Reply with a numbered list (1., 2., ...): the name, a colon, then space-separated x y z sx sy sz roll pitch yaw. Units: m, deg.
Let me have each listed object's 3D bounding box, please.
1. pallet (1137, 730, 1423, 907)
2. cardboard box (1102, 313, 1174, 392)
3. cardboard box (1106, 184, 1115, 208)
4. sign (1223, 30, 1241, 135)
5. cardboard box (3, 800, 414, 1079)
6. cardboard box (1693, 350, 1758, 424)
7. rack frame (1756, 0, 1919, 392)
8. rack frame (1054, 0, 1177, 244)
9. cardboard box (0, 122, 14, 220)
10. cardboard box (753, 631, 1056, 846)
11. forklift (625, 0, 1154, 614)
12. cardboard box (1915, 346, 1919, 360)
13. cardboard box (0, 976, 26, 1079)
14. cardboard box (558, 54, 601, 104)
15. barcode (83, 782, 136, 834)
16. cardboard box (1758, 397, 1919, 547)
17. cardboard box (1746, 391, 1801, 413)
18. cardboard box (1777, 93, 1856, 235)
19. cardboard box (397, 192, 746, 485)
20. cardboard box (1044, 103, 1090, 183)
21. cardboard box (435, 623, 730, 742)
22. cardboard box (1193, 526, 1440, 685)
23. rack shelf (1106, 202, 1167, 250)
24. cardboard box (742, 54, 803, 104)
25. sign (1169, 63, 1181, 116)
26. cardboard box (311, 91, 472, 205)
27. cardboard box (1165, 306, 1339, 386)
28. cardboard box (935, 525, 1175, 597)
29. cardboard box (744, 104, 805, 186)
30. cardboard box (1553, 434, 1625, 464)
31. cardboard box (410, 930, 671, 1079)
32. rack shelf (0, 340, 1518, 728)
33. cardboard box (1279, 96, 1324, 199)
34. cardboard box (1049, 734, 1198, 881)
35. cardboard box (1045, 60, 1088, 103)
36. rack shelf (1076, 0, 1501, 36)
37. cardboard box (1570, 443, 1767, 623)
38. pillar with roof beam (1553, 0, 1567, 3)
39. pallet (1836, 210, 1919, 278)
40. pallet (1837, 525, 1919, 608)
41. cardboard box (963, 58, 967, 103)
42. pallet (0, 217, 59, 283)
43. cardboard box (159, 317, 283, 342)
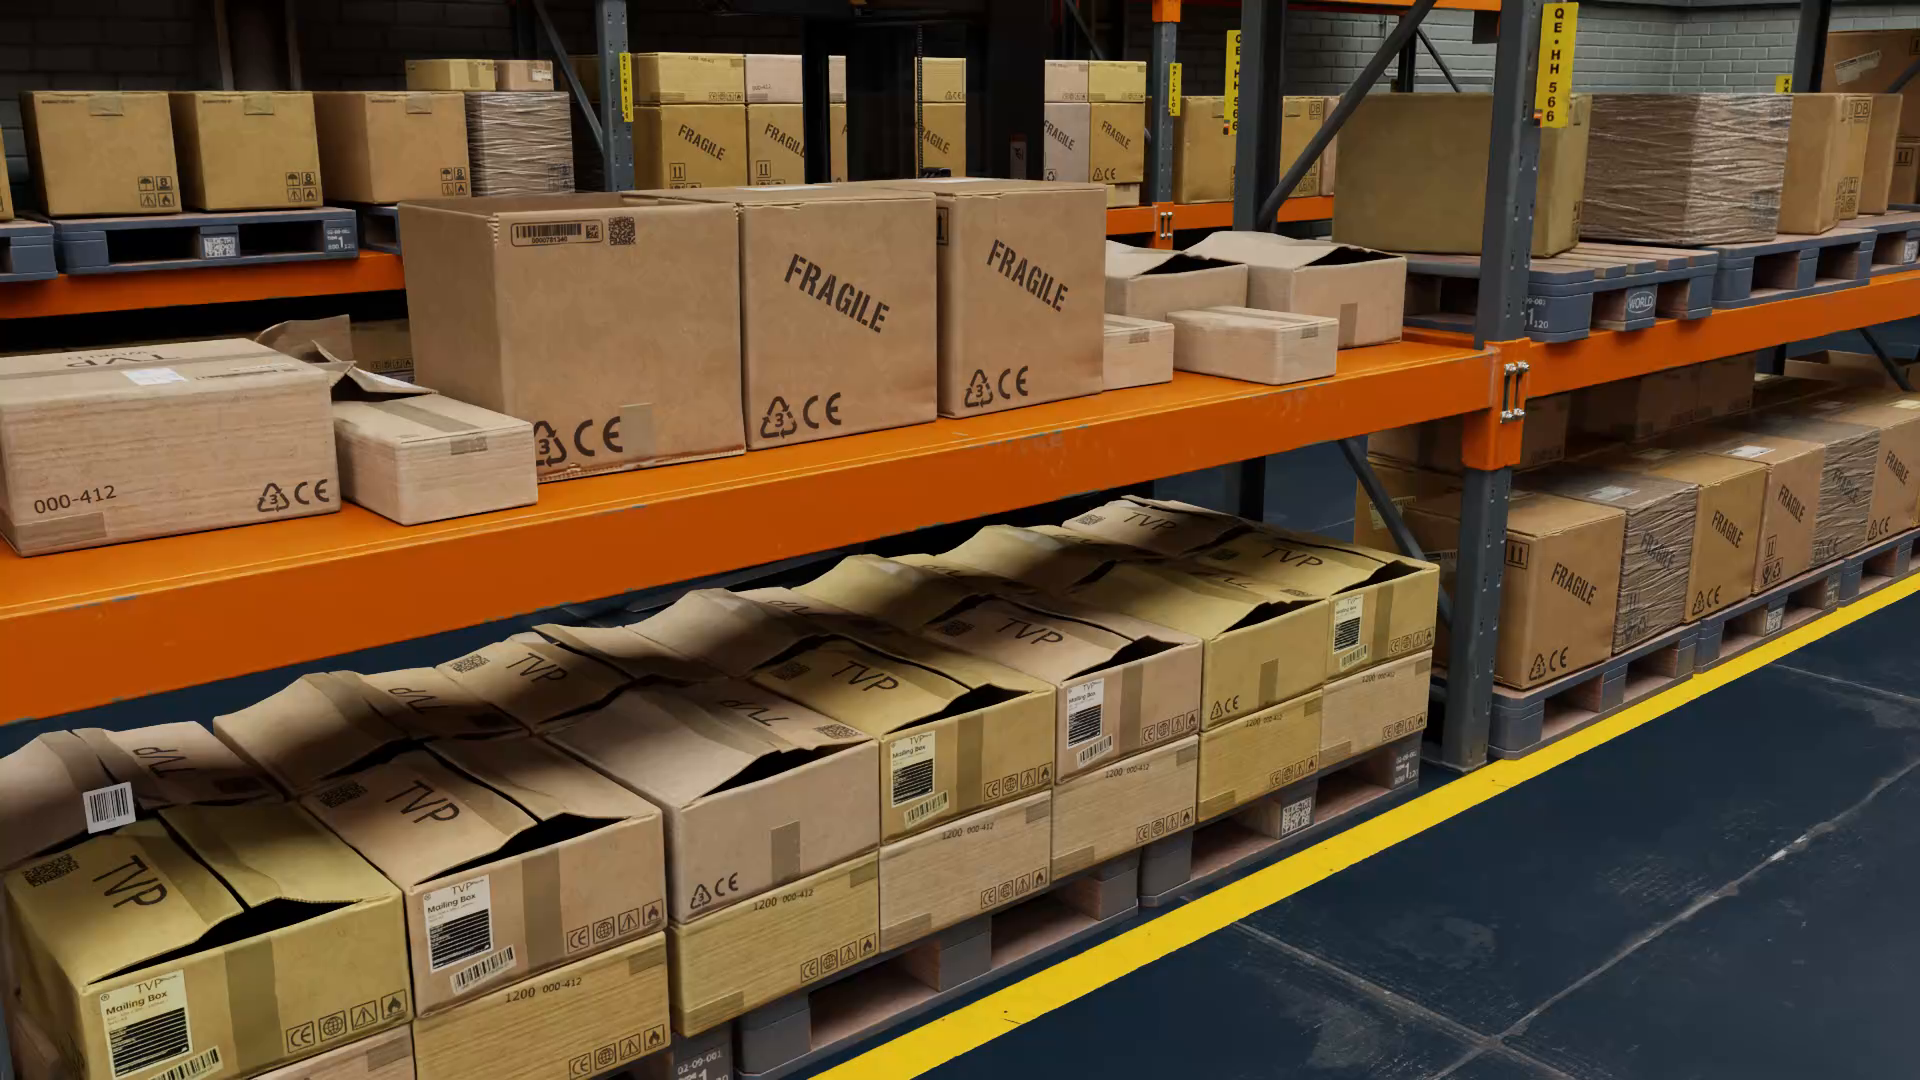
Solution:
1. pallet: 0.606 0.641 4.942 1.213 0.211 1.003 -13 19 -39
2. cardboard box: 0.328 -0.490 4.258 0.250 0.149 0.380 -11 18 -35
3. cardboard box: 0.772 -2.208 10.652 0.250 0.149 0.380 -12 19 -38
4. sign: 0.890 -1.463 5.326 0.005 0.325 0.100 -13 19 -39
5. cardboard box: -1.289 0.672 2.848 0.500 0.311 0.500 -13 19 -39
6. cardboard box: 2.991 -0.679 7.018 0.500 0.250 0.500 -13 19 -39
7. rack frame: 4.271 -1.516 7.613 0.127 3.000 1.000 -13 19 -39
8. rack frame: 1.016 -2.480 11.221 0.127 3.000 1.000 -13 19 -39
9. cardboard box: -4.186 -1.558 6.724 0.500 0.500 0.700 -10 18 -34
10. cardboard box: -0.130 0.412 3.824 0.500 0.311 0.500 -12 19 -38
11. forklift: -0.414 -1.294 6.914 1.130 2.935 3.031 13 20 39
12. cardboard box: 5.685 -0.842 9.073 0.637 0.503 0.797 -13 19 -39
13. cardboard box: -1.642 0.838 3.314 0.500 0.250 0.500 -13 20 -40
14. cardboard box: -1.830 -2.493 9.010 0.500 0.250 0.500 -12 19 -38
15. barcode: -1.299 0.408 2.539 0.075 0.075 0.001 -13 19 -39
16. cardboard box: 3.708 -0.299 7.049 0.500 0.500 0.500 -13 19 -39
17. cardboard box: 3.351 -0.394 7.403 0.500 0.500 0.500 -12 19 -39
18. cardboard box: 2.978 -1.456 6.380 0.700 0.500 0.500 10 18 33
19. cardboard box: -0.777 -0.425 3.335 0.500 0.500 0.500 -11 18 -35
20. cardboard box: 0.455 -2.466 10.360 0.500 0.500 0.500 -12 19 -39
21. cardboard box: -0.881 0.396 3.882 0.500 0.311 0.500 -13 20 -40
22. cardboard box: 1.020 0.153 4.792 0.500 0.311 0.500 -12 19 -38
23. rack shelf: -0.493 -1.793 10.045 4.000 0.370 1.077 -13 19 -39
24. cardboard box: -1.085 -2.484 8.975 0.500 0.250 0.500 -13 20 -40
25. sign: 1.380 -2.897 10.692 0.005 0.325 0.100 -13 19 -39
26. cardboard box: -2.753 -1.881 7.935 0.700 0.500 0.500 14 20 42
27. cardboard box: 0.756 -0.511 4.336 0.250 0.149 0.380 -13 19 -39
28. cardboard box: 0.274 0.139 4.847 0.500 0.311 0.500 -13 20 -41
29. cardboard box: -1.066 -2.123 9.077 0.500 0.500 0.500 -12 19 -38
30. cardboard box: 2.195 -0.135 6.434 0.500 0.500 0.500 -14 20 -41
31. cardboard box: -0.911 0.858 3.238 0.500 0.250 0.500 -12 19 -38
32. rack shelf: -0.256 -0.152 3.900 4.000 0.370 1.077 -13 19 -39
33. cardboard box: 1.990 -2.836 11.973 0.700 0.700 0.980 -13 20 -41
34. cardboard box: 0.248 0.596 4.219 0.500 0.250 0.500 -12 19 -38
35. cardboard box: 0.440 -2.830 10.270 0.500 0.250 0.500 -12 19 -38
36. rack shelf: 2.525 -3.920 12.195 4.000 0.370 1.077 -13 19 -39
37. cardboard box: 2.557 -0.038 6.073 0.500 0.500 0.500 -13 20 -40
38. pillar with roof beam: 8.329 -5.843 12.188 0.400 9.000 9.100 -13 19 -39
39. pallet: 3.596 -1.309 7.210 1.213 0.211 1.003 -13 19 -39
40. pallet: 3.682 -0.023 7.429 1.213 0.211 1.003 -13 19 -39
41. cardboard box: 0.055 -2.744 9.947 0.500 0.250 0.500 -12 19 -38
42. pallet: -4.347 -1.133 6.550 1.213 0.211 1.003 -13 19 -39
43. cardboard box: -3.366 -0.865 7.713 0.500 0.250 0.500 -13 20 -40
